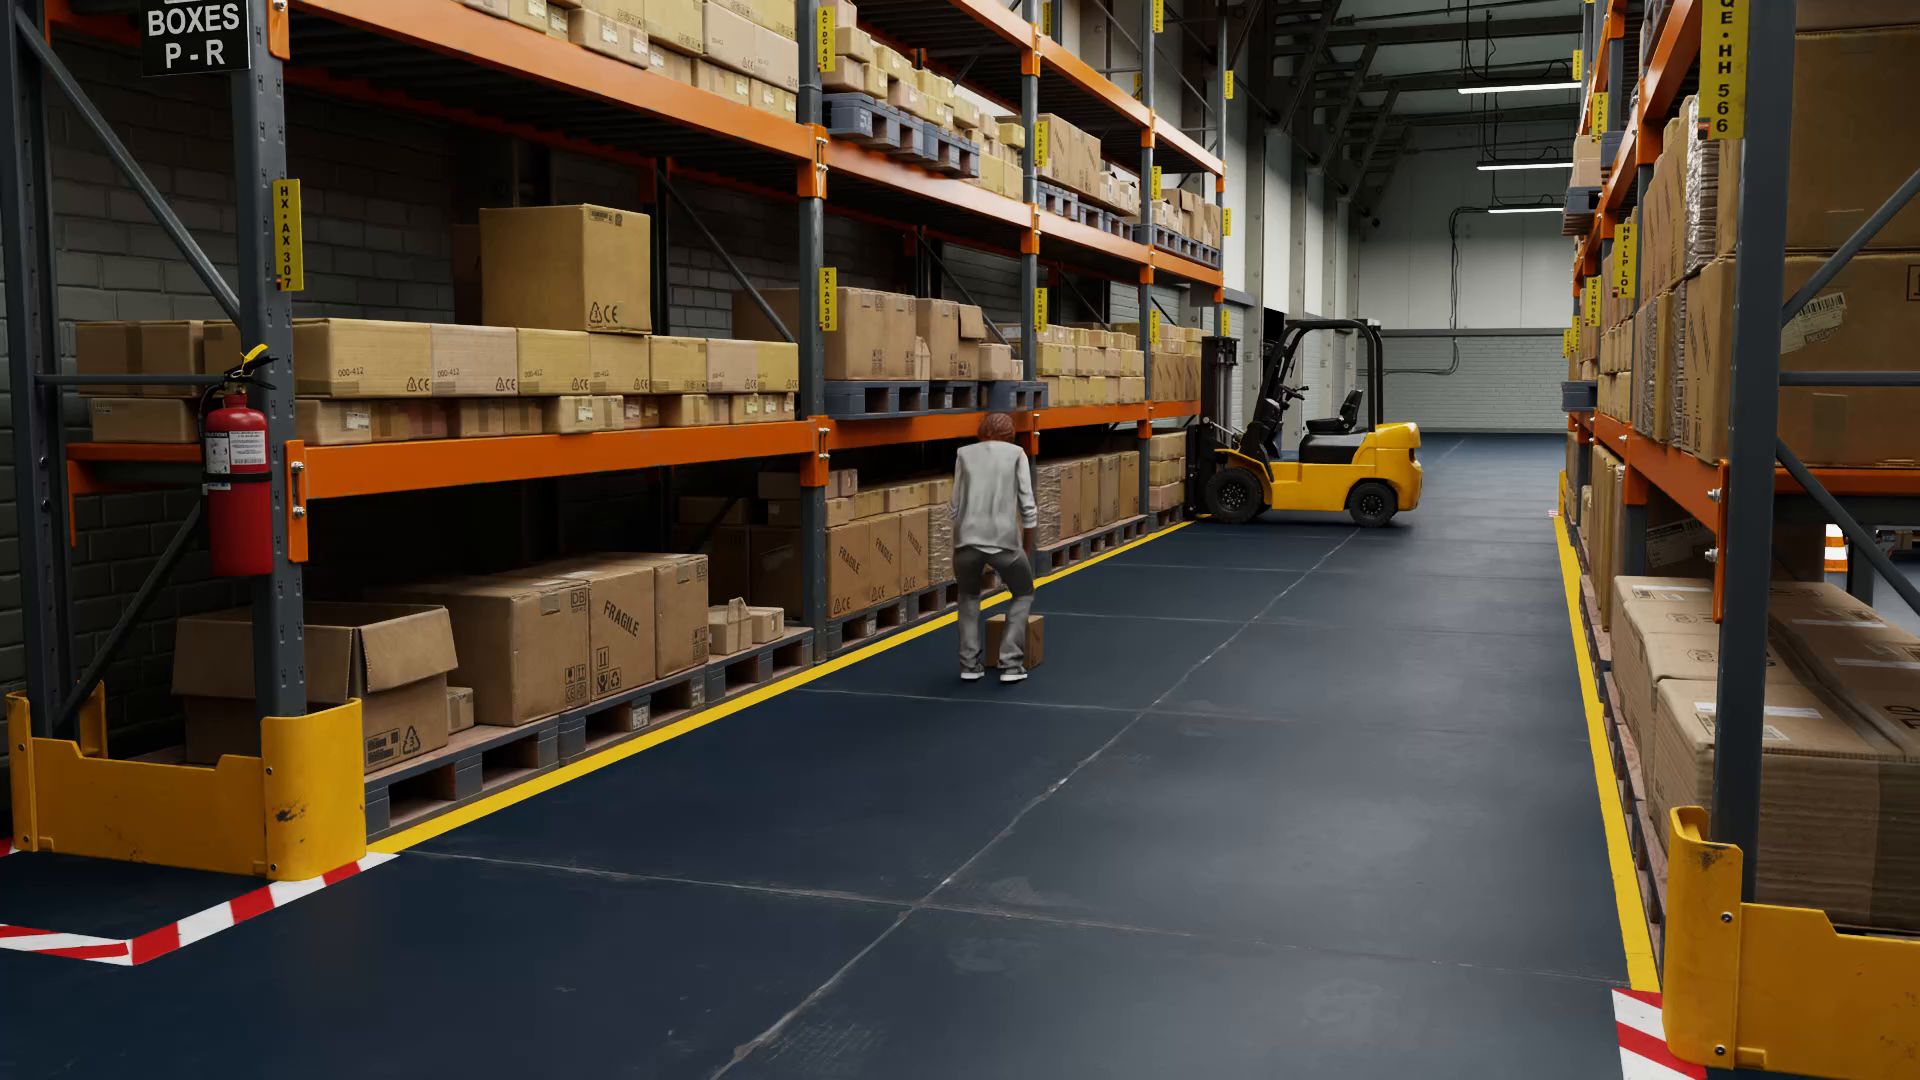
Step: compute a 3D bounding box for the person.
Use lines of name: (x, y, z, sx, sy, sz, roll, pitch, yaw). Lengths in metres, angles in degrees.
person: (0.142, 0.048, 8.421, 0.461, 1.328, 0.621, 2, 6, 16)
